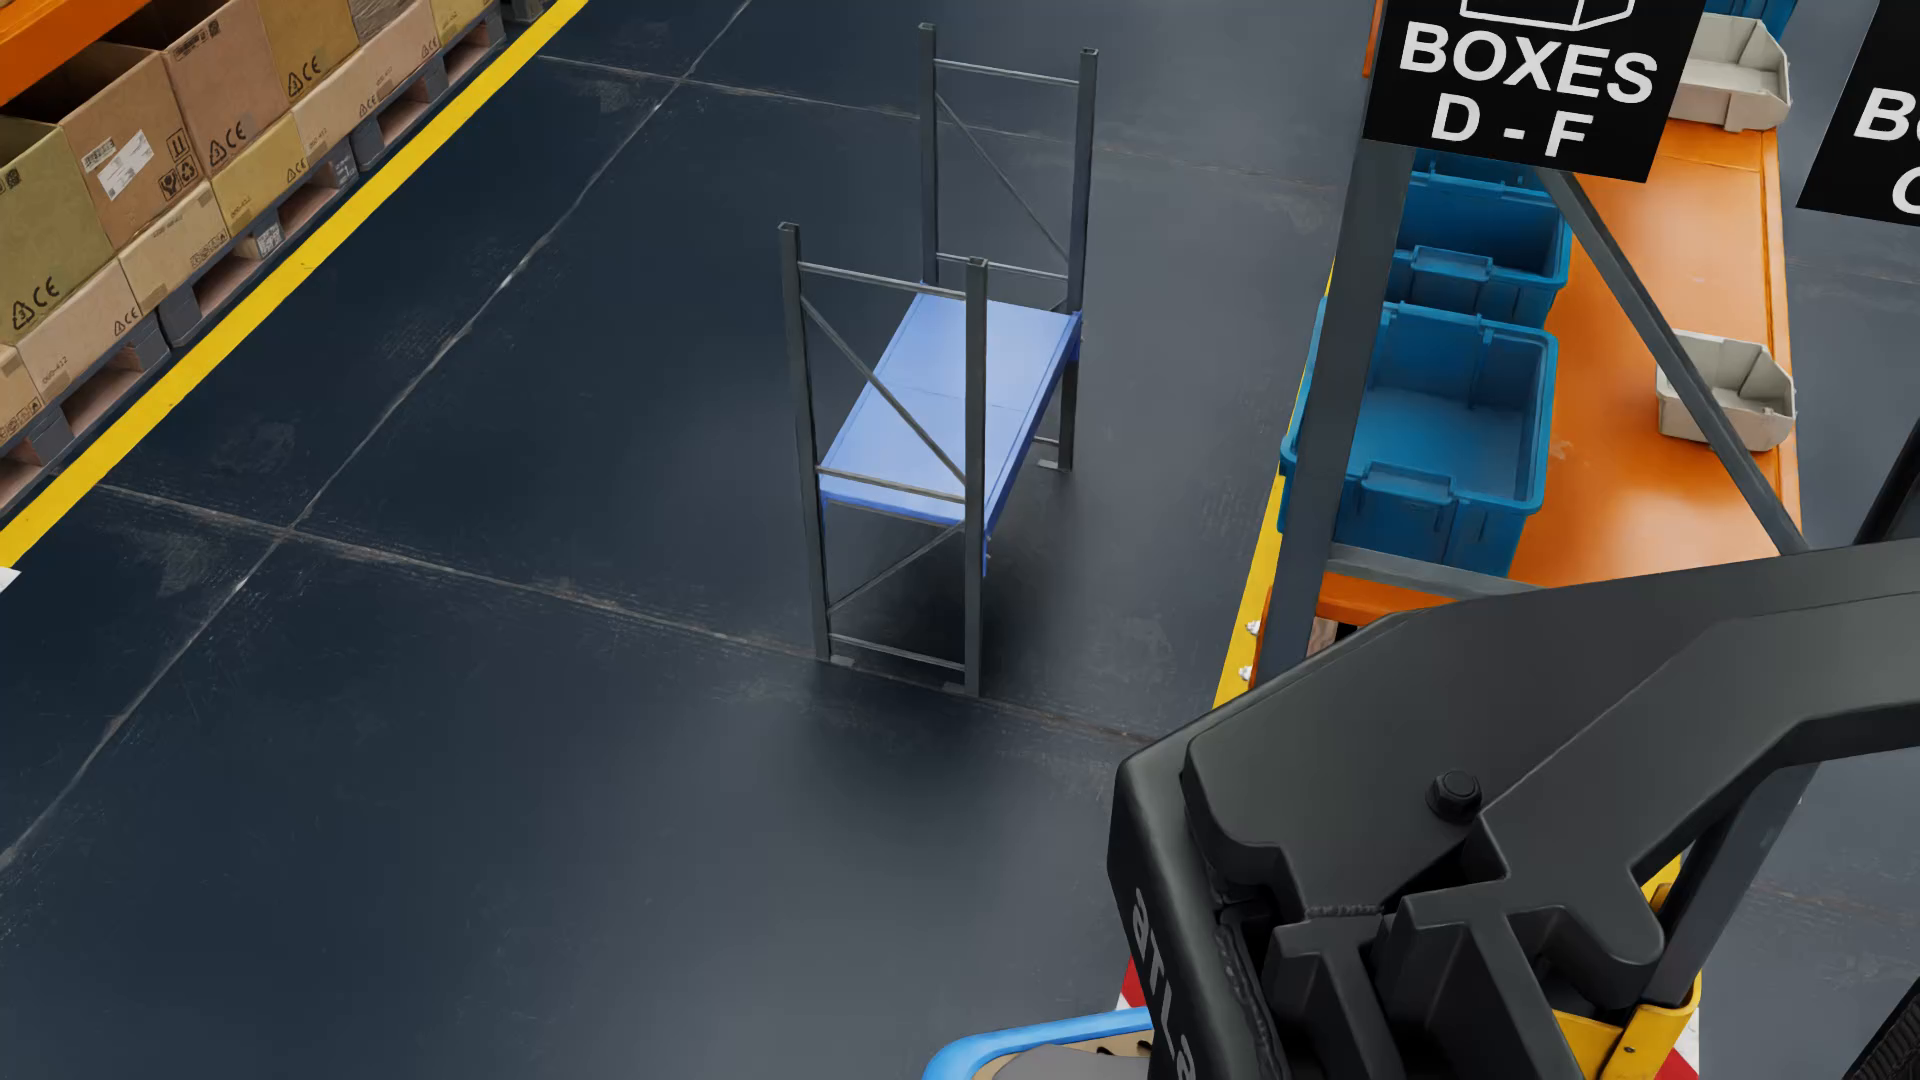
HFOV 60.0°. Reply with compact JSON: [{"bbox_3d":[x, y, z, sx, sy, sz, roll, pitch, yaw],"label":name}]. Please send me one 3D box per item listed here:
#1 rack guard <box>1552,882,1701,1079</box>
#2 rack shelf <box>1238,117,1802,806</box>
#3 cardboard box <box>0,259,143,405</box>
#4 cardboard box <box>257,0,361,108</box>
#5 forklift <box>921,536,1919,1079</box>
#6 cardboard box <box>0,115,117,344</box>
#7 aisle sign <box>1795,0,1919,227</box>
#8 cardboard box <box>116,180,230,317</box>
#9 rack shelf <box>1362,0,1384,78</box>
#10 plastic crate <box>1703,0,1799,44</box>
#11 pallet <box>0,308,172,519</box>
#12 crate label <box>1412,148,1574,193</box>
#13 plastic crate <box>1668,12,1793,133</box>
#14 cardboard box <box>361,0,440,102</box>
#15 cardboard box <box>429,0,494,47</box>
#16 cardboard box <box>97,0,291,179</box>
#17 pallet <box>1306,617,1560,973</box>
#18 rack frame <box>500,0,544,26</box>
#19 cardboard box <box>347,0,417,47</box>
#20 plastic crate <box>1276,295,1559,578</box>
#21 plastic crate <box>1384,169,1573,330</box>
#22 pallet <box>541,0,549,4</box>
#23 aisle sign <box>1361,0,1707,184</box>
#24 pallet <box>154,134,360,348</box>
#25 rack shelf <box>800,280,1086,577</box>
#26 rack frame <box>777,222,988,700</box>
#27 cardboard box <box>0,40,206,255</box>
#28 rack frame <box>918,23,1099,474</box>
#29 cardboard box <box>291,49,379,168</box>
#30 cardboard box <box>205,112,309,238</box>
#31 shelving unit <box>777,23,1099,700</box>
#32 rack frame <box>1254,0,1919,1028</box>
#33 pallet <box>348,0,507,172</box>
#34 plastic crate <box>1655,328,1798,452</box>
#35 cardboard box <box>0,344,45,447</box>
[{"bbox_3d":[1.051,0.956,3.915,1.175,0.500,0.348,13,46,13],"label":"rack guard"},{"bbox_3d":[1.679,-0.953,4.593,1.077,0.370,4.000,13,46,13],"label":"rack shelf"},{"bbox_3d":[-3.124,-0.740,5.527,0.500,0.250,0.500,13,46,13],"label":"cardboard box"},{"bbox_3d":[-2.678,-2.010,6.288,0.500,0.500,0.500,13,46,13],"label":"cardboard box"},{"bbox_3d":[0.692,1.535,1.586,1.130,2.935,3.031,-7,45,-8],"label":"forklift"},{"bbox_3d":[-3.123,-1.008,5.265,0.500,0.500,0.500,13,46,13],"label":"cardboard box"},{"bbox_3d":[1.330,-0.696,1.958,0.394,0.787,0.004,13,46,13],"label":"aisle sign"},{"bbox_3d":[-2.972,-1.073,5.868,0.500,0.250,0.500,13,46,13],"label":"cardboard box"},{"bbox_3d":[1.679,-2.025,3.544,1.077,0.370,4.000,13,46,13],"label":"rack shelf"},{"bbox_3d":[2.208,-1.694,4.943,0.499,0.251,0.616,13,46,13],"label":"plastic crate"},{"bbox_3d":[-3.455,-0.450,5.559,1.003,0.211,1.213,13,46,13],"label":"pallet"},{"bbox_3d":[1.373,-1.173,4.279,0.502,0.435,0.616,13,46,13],"label":"crate label"},{"bbox_3d":[2.034,-1.313,4.635,0.530,0.136,0.437,13,46,13],"label":"plastic crate"},{"bbox_3d":[-2.528,-2.075,6.892,0.500,0.250,0.500,13,46,13],"label":"cardboard box"},{"bbox_3d":[-2.367,-2.406,7.230,0.500,0.250,0.500,13,46,13],"label":"cardboard box"},{"bbox_3d":[-2.815,-1.673,5.945,0.500,0.500,0.500,13,46,13],"label":"cardboard box"},{"bbox_3d":[1.302,0.519,4.569,1.003,0.211,1.213,13,46,13],"label":"pallet"},{"bbox_3d":[-2.435,-3.594,6.779,1.000,3.000,0.127,13,46,13],"label":"rack frame"},{"bbox_3d":[-2.530,-2.344,6.630,0.500,0.500,0.500,13,46,13],"label":"cardboard box"},{"bbox_3d":[0.939,-0.220,3.437,0.499,0.251,0.616,13,46,13],"label":"plastic crate"},{"bbox_3d":[1.141,-0.652,3.878,0.499,0.251,0.408,13,46,13],"label":"plastic crate"},{"bbox_3d":[-2.249,-3.097,8.264,1.003,0.211,1.213,13,46,13],"label":"pallet"},{"bbox_3d":[0.768,-0.821,2.085,0.394,0.787,0.004,13,46,13],"label":"aisle sign"},{"bbox_3d":[-3.084,-1.261,6.387,1.003,0.211,1.213,13,46,13],"label":"pallet"},{"bbox_3d":[-0.026,-0.351,4.793,0.538,0.185,1.000,13,46,12],"label":"rack shelf"},{"bbox_3d":[-0.180,-0.140,4.321,0.500,1.500,0.032,13,46,12],"label":"rack frame"},{"bbox_3d":[-2.983,-1.344,5.608,0.500,0.500,0.500,13,46,13],"label":"cardboard box"},{"bbox_3d":[0.128,-0.818,5.014,0.500,1.500,0.032,13,46,12],"label":"rack frame"},{"bbox_3d":[-2.666,-1.739,6.548,0.500,0.250,0.500,13,46,13],"label":"cardboard box"},{"bbox_3d":[-2.816,-1.405,6.207,0.500,0.250,0.500,13,46,13],"label":"cardboard box"},{"bbox_3d":[-0.026,-0.479,4.667,0.538,1.500,1.048,13,46,12],"label":"shelving unit"},{"bbox_3d":[1.073,0.123,2.979,1.000,3.000,0.127,13,46,13],"label":"rack frame"},{"bbox_3d":[-2.716,-2.077,7.221,1.003,0.211,1.213,13,46,13],"label":"pallet"},{"bbox_3d":[1.651,-0.311,3.611,0.298,0.136,0.250,13,46,13],"label":"plastic crate"},{"bbox_3d":[-3.272,-0.406,5.186,0.500,0.250,0.500,13,46,13],"label":"cardboard box"}]
